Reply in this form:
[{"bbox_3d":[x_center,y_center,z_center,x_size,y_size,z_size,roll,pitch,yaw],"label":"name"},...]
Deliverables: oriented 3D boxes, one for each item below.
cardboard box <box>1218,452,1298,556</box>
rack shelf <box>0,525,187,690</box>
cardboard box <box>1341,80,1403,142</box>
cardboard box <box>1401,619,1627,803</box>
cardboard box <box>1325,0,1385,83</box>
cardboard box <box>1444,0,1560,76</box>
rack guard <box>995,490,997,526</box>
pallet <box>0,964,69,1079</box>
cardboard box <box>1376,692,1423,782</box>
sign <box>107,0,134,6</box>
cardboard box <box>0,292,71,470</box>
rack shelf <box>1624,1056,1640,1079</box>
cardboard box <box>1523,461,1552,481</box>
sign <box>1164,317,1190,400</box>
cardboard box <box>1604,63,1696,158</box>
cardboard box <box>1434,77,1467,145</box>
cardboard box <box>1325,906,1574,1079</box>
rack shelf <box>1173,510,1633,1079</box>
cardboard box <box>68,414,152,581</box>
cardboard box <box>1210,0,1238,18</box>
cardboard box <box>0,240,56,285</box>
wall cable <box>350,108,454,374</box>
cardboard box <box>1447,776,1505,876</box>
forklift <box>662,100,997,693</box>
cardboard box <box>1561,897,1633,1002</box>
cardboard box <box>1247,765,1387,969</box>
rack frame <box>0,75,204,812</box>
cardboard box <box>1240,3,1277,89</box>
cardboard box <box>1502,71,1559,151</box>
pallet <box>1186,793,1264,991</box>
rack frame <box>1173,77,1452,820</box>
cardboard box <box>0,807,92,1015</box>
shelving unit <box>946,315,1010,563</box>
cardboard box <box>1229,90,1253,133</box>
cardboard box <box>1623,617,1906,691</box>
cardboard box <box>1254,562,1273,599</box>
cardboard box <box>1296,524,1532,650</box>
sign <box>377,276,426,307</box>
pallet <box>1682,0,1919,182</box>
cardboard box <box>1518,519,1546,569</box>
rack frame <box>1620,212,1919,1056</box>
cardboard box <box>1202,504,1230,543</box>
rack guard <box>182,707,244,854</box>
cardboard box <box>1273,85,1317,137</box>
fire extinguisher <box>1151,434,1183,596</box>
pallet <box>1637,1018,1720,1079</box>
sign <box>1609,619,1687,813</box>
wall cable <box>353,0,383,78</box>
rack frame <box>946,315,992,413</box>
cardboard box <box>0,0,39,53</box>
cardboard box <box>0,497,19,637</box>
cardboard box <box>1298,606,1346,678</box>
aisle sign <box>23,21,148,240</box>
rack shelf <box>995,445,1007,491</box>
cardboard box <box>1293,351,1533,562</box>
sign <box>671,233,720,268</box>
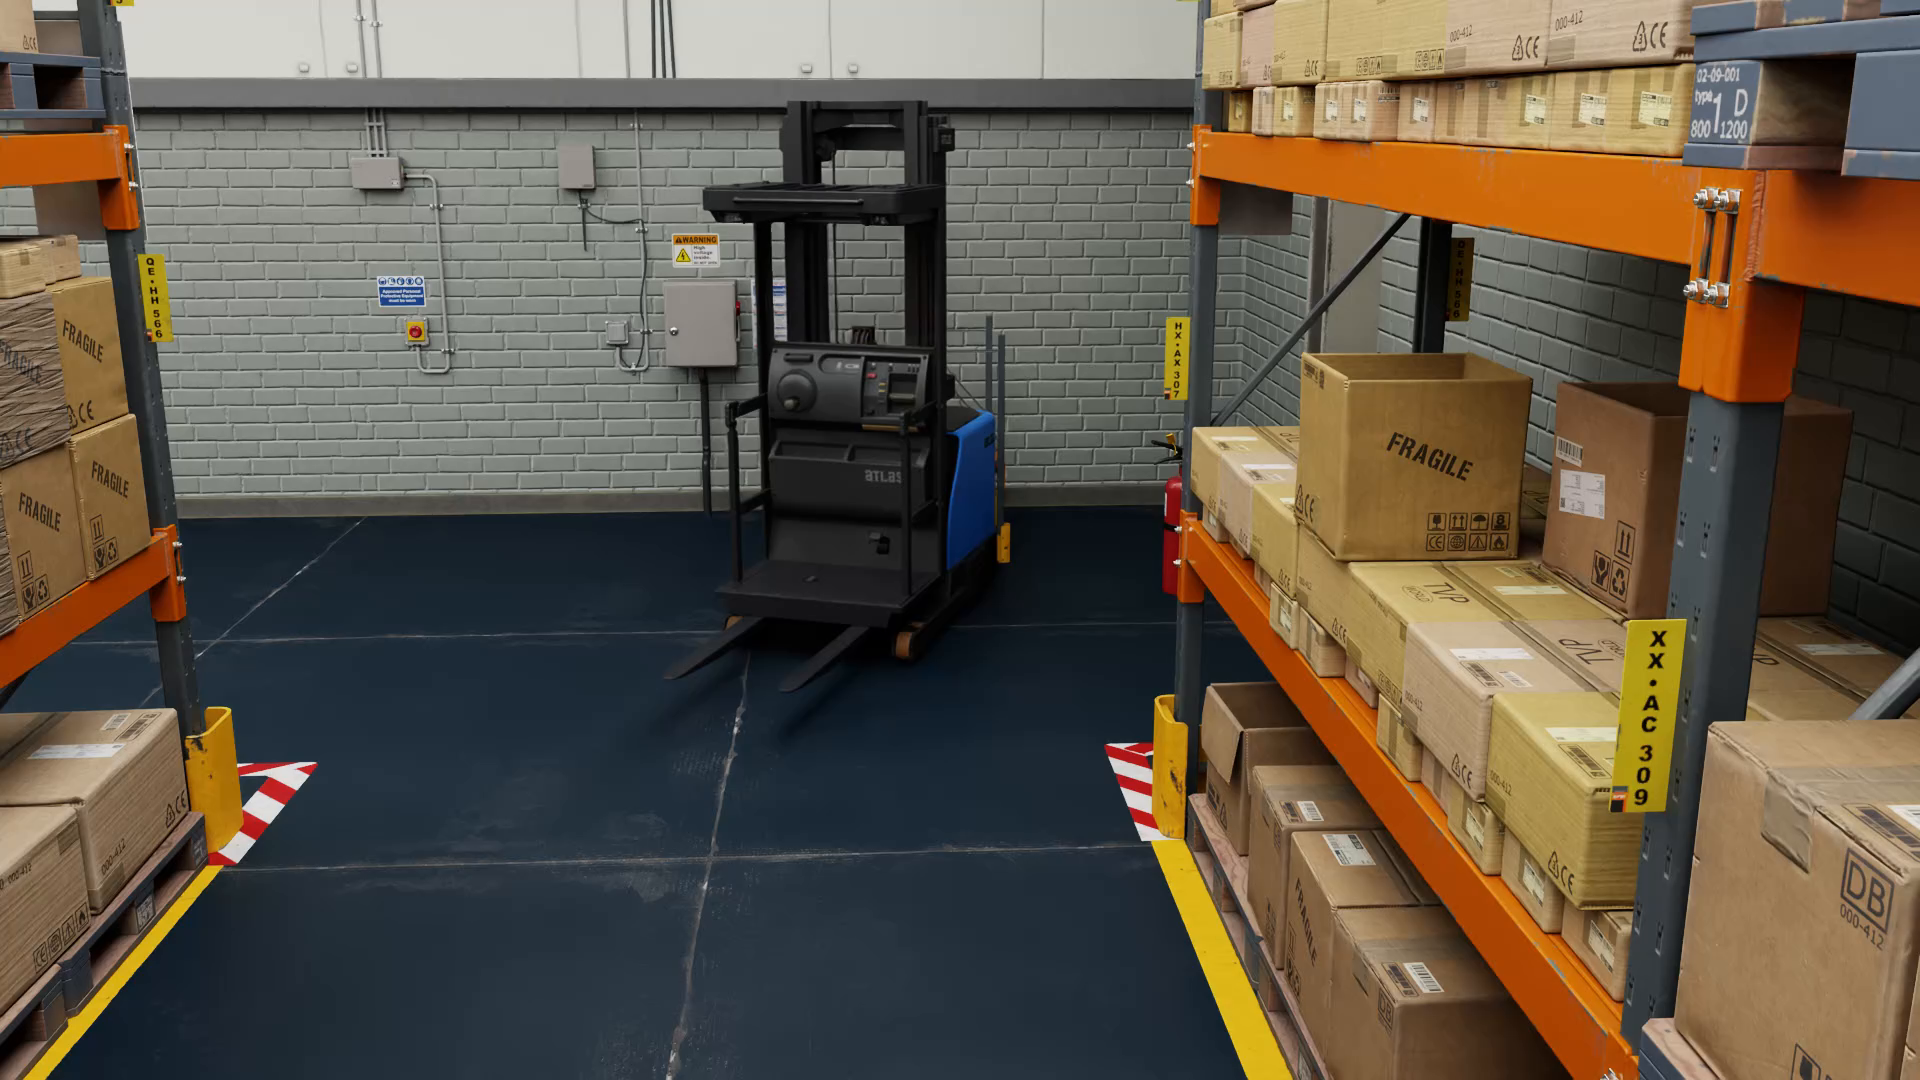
[{"bbox_3d":[1.189,-0.131,5.719,0.500,0.250,0.500,-1,14,-3],"label":"cardboard box"},{"bbox_3d":[-3.432,0.622,4.535,1.077,0.370,4.000,-1,14,-3],"label":"rack shelf"},{"bbox_3d":[1.204,-1.105,4.287,0.380,0.149,0.250,-1,14,-2],"label":"cardboard box"},{"bbox_3d":[1.325,0.374,3.756,0.500,0.250,0.500,-1,14,-3],"label":"cardboard box"},{"bbox_3d":[1.279,-1.330,4.358,0.500,0.250,0.500,-1,14,-4],"label":"cardboard box"},{"bbox_3d":[1.324,-1.076,3.374,0.500,0.250,0.500,-1,14,-5],"label":"cardboard box"},{"bbox_3d":[-0.026,-0.226,11.903,0.587,0.250,0.087,-1,14,-3],"label":"rack guard"},{"bbox_3d":[-3.356,1.627,4.781,1.003,0.211,1.213,-1,14,-3],"label":"pallet"},{"bbox_3d":[1.263,0.482,4.138,0.380,0.149,0.250,-1,14,-4],"label":"cardboard box"},{"bbox_3d":[-3.013,-2.072,5.923,0.100,0.325,0.005,-1,14,-3],"label":"sign"},{"bbox_3d":[-3.226,-0.511,5.286,0.500,0.500,0.500,-1,14,-3],"label":"cardboard box"},{"bbox_3d":[1.770,1.539,0.970,1.077,0.370,4.000,-1,14,-3],"label":"rack shelf"},{"bbox_3d":[1.722,-0.135,5.734,0.500,0.250,0.500,-1,14,-3],"label":"cardboard box"},{"bbox_3d":[0.857,-0.713,6.539,0.100,0.325,0.005,-1,14,-3],"label":"sign"},{"bbox_3d":[1.329,-0.723,2.801,0.380,0.149,0.250,-1,14,-4],"label":"cardboard box"},{"bbox_3d":[1.311,-0.979,3.795,0.380,0.149,0.250,0,14,-2],"label":"cardboard box"},{"bbox_3d":[1.420,1.330,4.510,0.700,0.500,0.500,-1,14,-6],"label":"cardboard box"},{"bbox_3d":[1.522,0.544,4.836,1.077,0.370,4.000,-1,14,-3],"label":"rack shelf"},{"bbox_3d":[-3.262,-0.157,5.916,0.500,0.500,0.500,-1,14,-3],"label":"cardboard box"},{"bbox_3d":[1.175,-1.954,5.781,0.500,0.250,0.500,-1,14,-4],"label":"cardboard box"},{"bbox_3d":[-3.294,-0.922,5.582,0.380,0.149,0.250,-1,14,-2],"label":"cardboard box"},{"bbox_3d":[-3.928,-2.133,11.697,0.585,1.953,0.123,-1,14,-3],"label":"wall cable"},{"bbox_3d":[1.296,0.611,3.638,0.380,0.149,0.250,-1,14,-2],"label":"cardboard box"},{"bbox_3d":[-0.681,-0.872,9.035,1.130,2.935,3.031,4,15,16],"label":"forklift"},{"bbox_3d":[1.374,0.739,3.138,0.380,0.149,0.250,-1,14,-3],"label":"cardboard box"},{"bbox_3d":[1.356,1.072,5.513,0.700,0.500,0.500,0,14,-1],"label":"cardboard box"},{"bbox_3d":[-3.556,-0.224,6.378,1.000,3.000,0.127,-1,14,-3],"label":"rack frame"},{"bbox_3d":[1.205,-1.585,5.352,0.500,0.250,0.500,-1,14,-2],"label":"cardboard box"},{"bbox_3d":[1.309,-0.851,3.298,0.380,0.149,0.250,0,14,-2],"label":"cardboard box"},{"bbox_3d":[1.453,1.266,6.183,1.003,0.211,1.213,-1,14,-3],"label":"pallet"},{"bbox_3d":[1.398,-0.302,6.680,1.000,3.000,0.127,-1,14,-3],"label":"rack frame"},{"bbox_3d":[-3.350,1.203,5.129,0.875,0.438,0.875,0,14,-2],"label":"cardboard box"},{"bbox_3d":[0.005,-0.707,11.266,0.587,1.500,1.083,-1,14,-3],"label":"shelving unit"},{"bbox_3d":[1.186,-1.550,6.015,0.380,0.149,0.250,-1,14,-2],"label":"cardboard box"},{"bbox_3d":[1.847,0.370,3.774,0.500,0.250,0.500,-1,14,-4],"label":"cardboard box"},{"bbox_3d":[1.212,0.097,5.634,0.380,0.149,0.250,0,14,-2],"label":"cardboard box"},{"bbox_3d":[1.277,0.122,4.737,0.500,0.250,0.500,-1,14,-5],"label":"cardboard box"},{"bbox_3d":[-3.980,-1.772,11.850,0.327,0.218,0.001,-1,14,-3],"label":"sign"},{"bbox_3d":[1.616,-0.505,1.828,1.213,0.211,1.003,-1,14,-3],"label":"pallet"},{"bbox_3d":[1.781,0.119,4.750,0.500,0.250,0.500,-1,14,-4],"label":"cardboard box"},{"bbox_3d":[1.646,0.693,2.813,1.000,3.000,0.127,-1,14,-3],"label":"rack frame"},{"bbox_3d":[1.145,-0.094,6.377,0.380,0.149,0.250,-1,14,-4],"label":"cardboard box"},{"bbox_3d":[-3.557,0.980,6.713,1.175,0.500,0.348,-1,14,-3],"label":"rack guard"},{"bbox_3d":[1.163,-1.293,5.015,0.380,0.149,0.250,-1,14,-4],"label":"cardboard box"},{"bbox_3d":[0.928,-0.113,6.850,0.296,0.674,0.183,-1,14,-3],"label":"fire extinguisher"},{"bbox_3d":[1.587,0.986,2.058,1.003,0.211,1.213,-1,14,-3],"label":"pallet"},{"bbox_3d":[1.105,0.284,2.666,0.100,0.325,0.005,-1,14,-3],"label":"sign"},{"bbox_3d":[-4.189,-4.540,11.112,0.463,3.000,0.029,-1,14,-3],"label":"wall cable"},{"bbox_3d":[-0.026,-0.832,11.748,0.500,1.500,0.032,-1,14,-3],"label":"rack frame"},{"bbox_3d":[-3.438,-1.746,5.529,0.500,0.250,0.500,-2,15,-9],"label":"cardboard box"},{"bbox_3d":[-3.204,0.096,4.933,0.500,0.500,0.500,0,14,-2],"label":"cardboard box"},{"bbox_3d":[1.212,0.292,4.875,0.380,0.149,0.250,-1,14,-2],"label":"cardboard box"},{"bbox_3d":[-3.251,-1.506,6.143,0.394,0.787,0.004,-1,14,-3],"label":"aisle sign"},{"bbox_3d":[0.005,-0.531,11.302,0.538,0.185,1.000,-1,14,-3],"label":"rack shelf"},{"bbox_3d":[1.251,-0.246,4.663,0.500,0.500,0.500,-1,14,-2],"label":"cardboard box"},{"bbox_3d":[-1.891,-2.073,11.906,0.339,0.242,0.001,-1,14,-3],"label":"sign"}]
